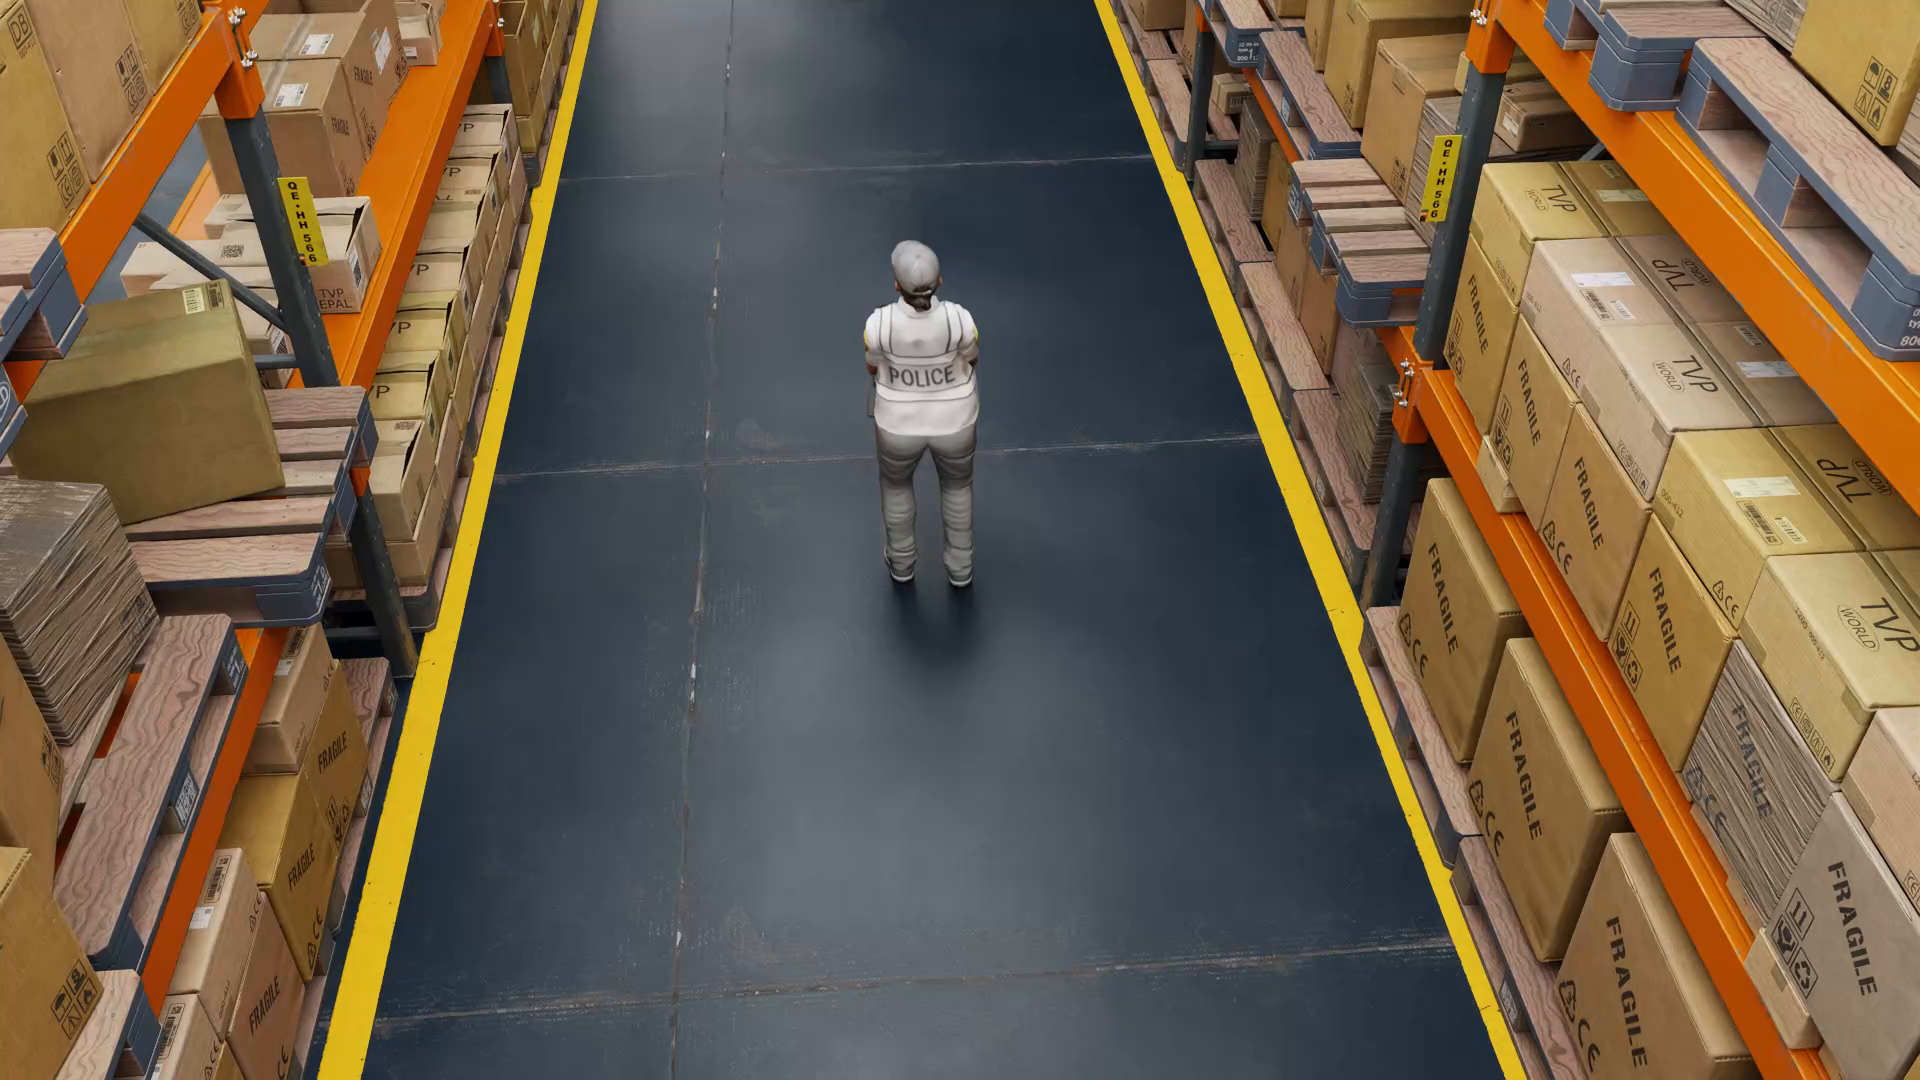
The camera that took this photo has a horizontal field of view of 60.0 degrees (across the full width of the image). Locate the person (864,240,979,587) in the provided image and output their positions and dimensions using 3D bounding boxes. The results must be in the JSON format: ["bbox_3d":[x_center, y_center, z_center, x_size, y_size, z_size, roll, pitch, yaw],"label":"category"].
[{"bbox_3d":[-0.156,-0.533,6.810,0.453,1.653,0.541,-3,39,-4],"label":"person"}]
